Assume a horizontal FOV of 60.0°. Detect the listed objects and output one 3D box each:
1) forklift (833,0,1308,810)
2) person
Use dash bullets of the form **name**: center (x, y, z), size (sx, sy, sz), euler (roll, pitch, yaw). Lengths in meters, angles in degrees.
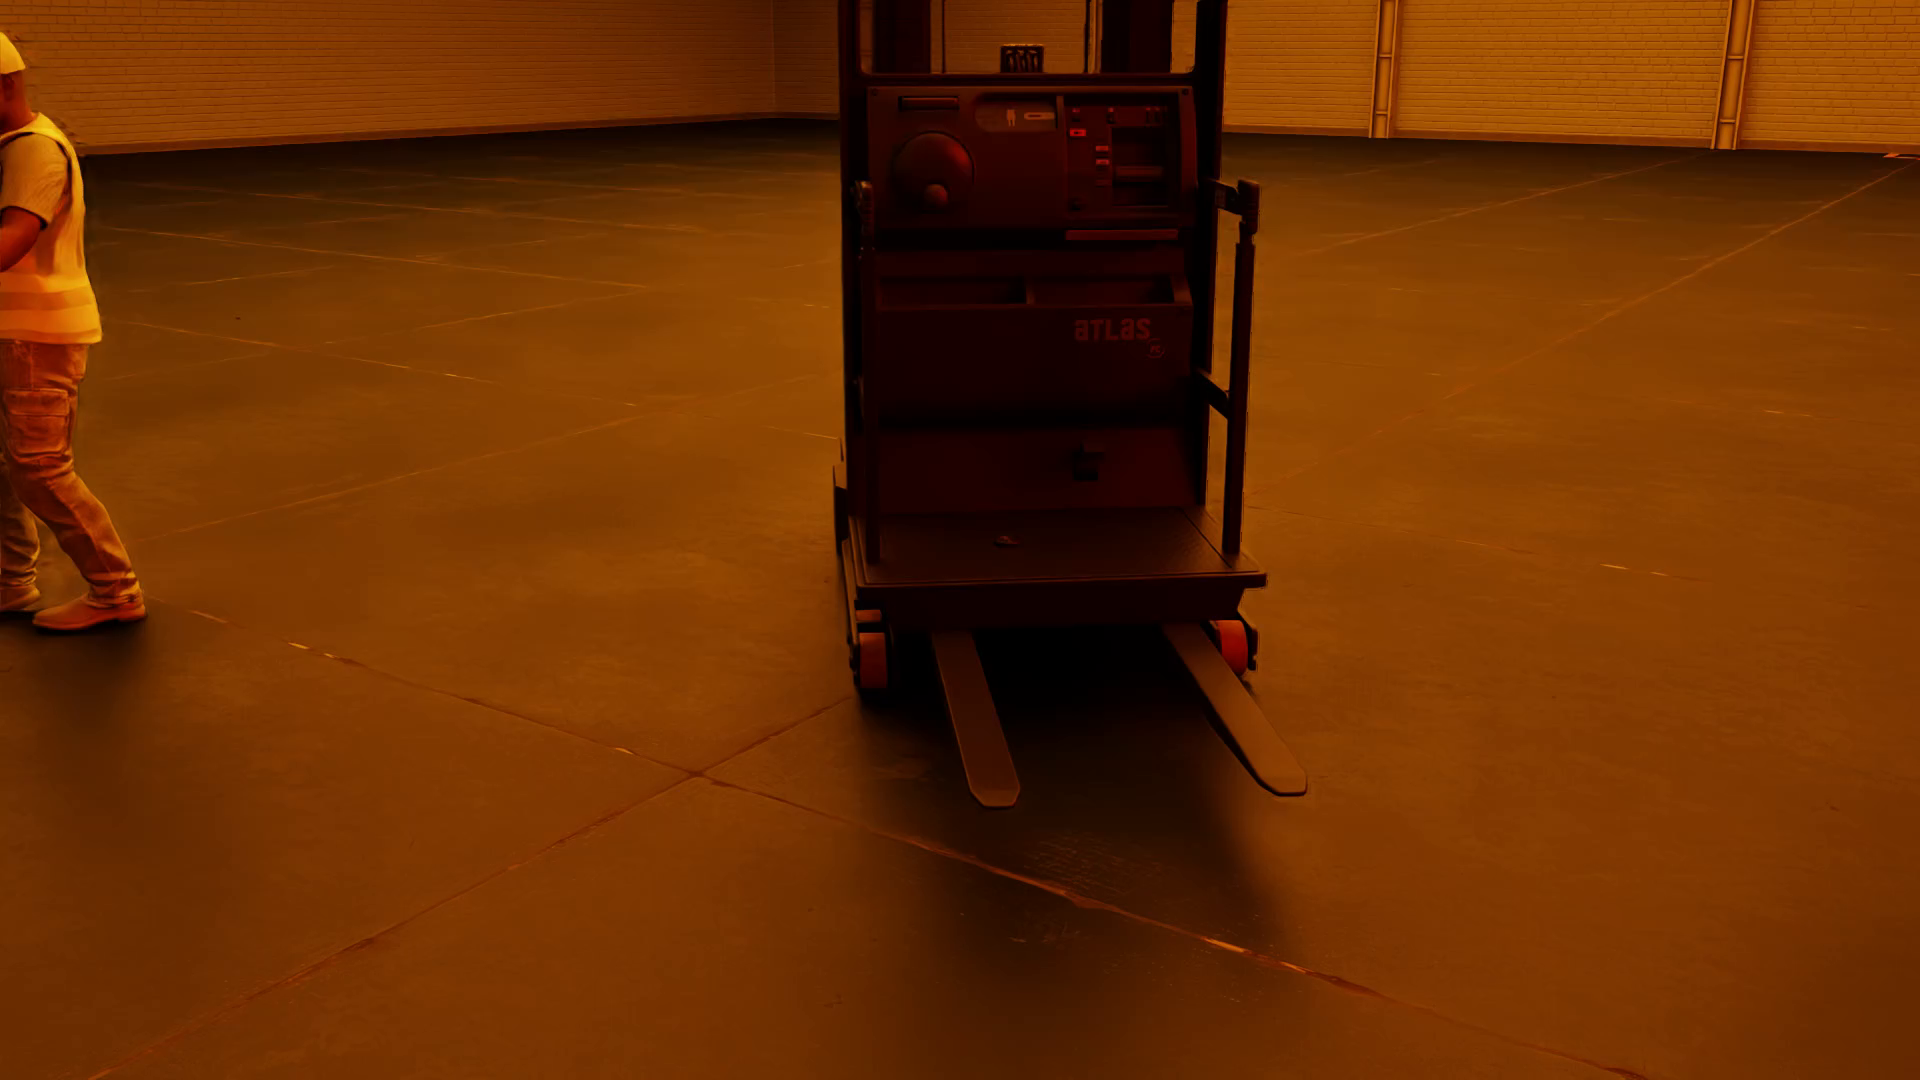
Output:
- **forklift**: center (0.228, -1.091, 4.481), size (1.130, 2.935, 3.031), euler (-2, 17, -6)
- **person**: center (-2.821, -0.567, 4.867), size (0.583, 1.807, 1.026), euler (-8, 18, -25)
